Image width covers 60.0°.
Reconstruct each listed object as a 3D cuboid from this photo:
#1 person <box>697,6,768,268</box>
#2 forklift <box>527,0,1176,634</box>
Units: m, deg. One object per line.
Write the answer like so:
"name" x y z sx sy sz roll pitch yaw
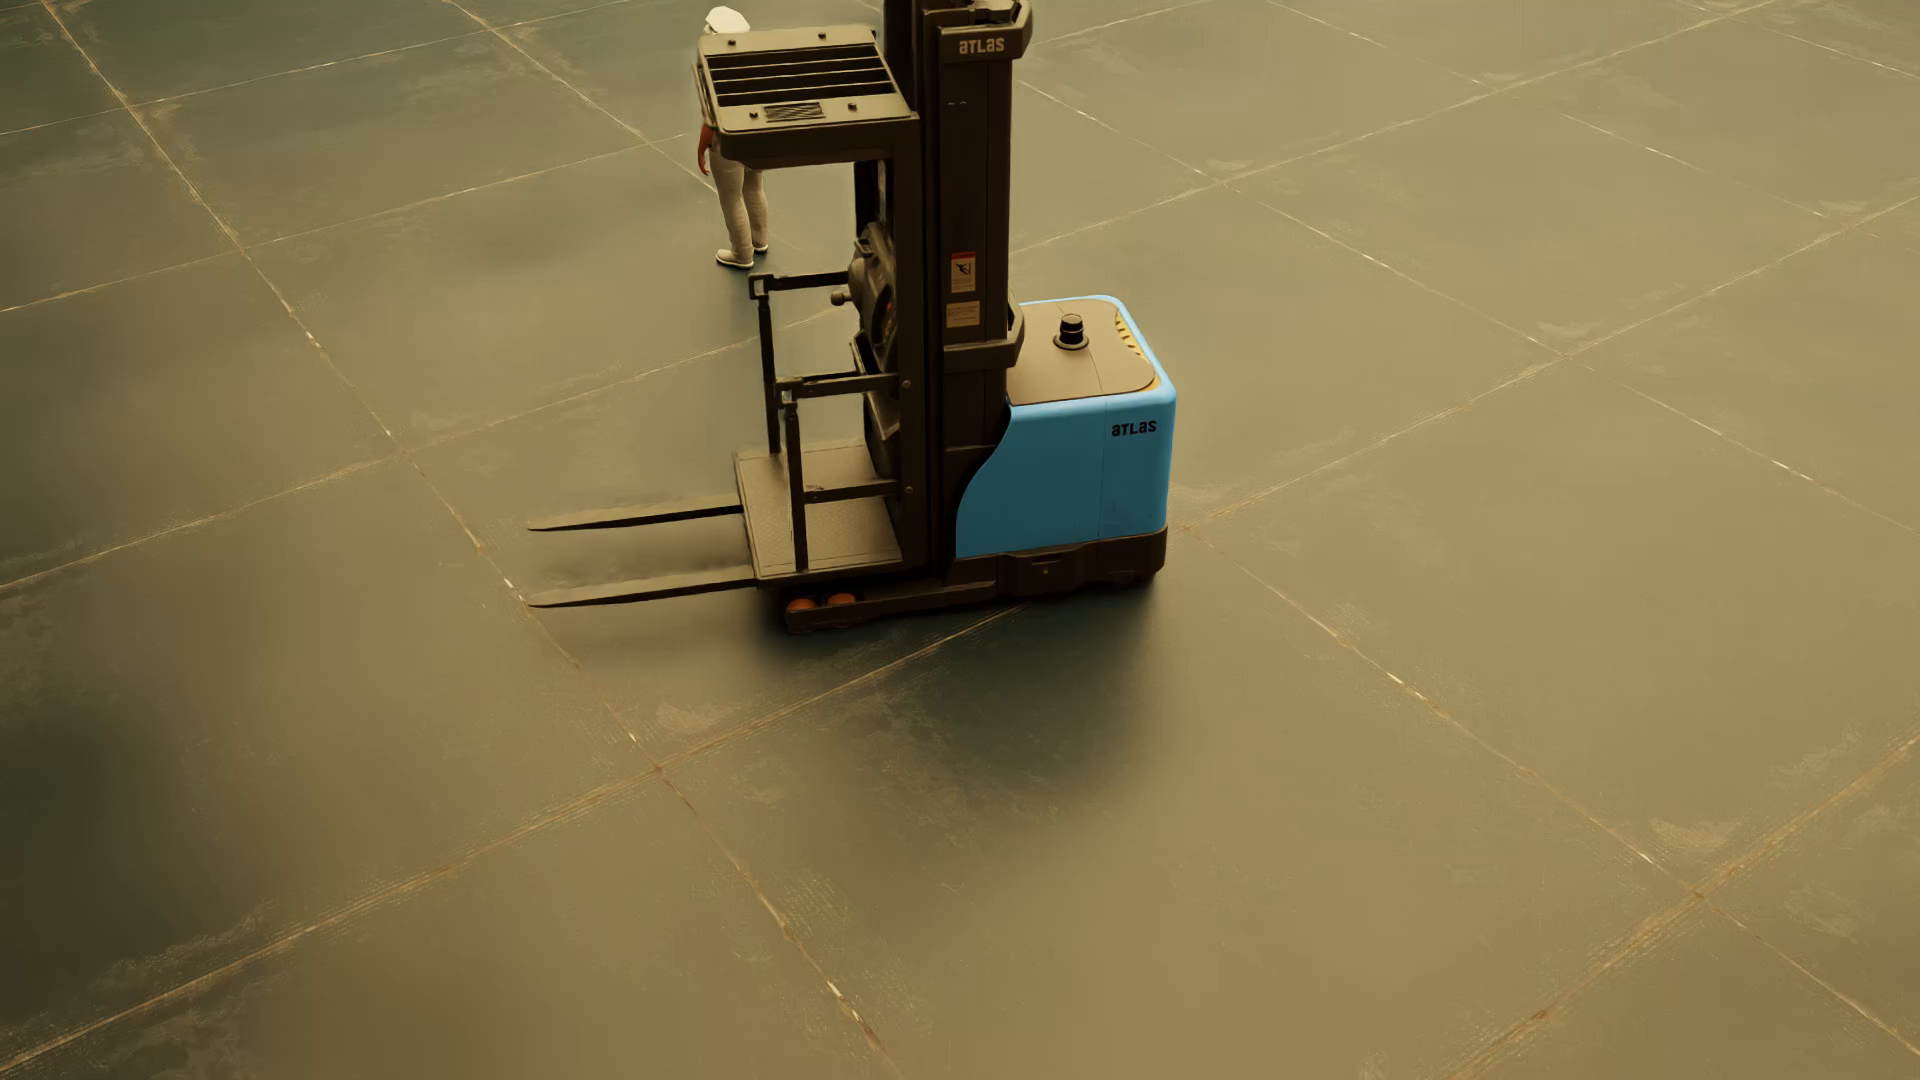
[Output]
"person" -1.432 -2.503 10.357 0.530 1.695 0.570 29 45 34
"forklift" -0.571 -1.082 7.408 3.031 2.935 1.130 -7 37 -10
